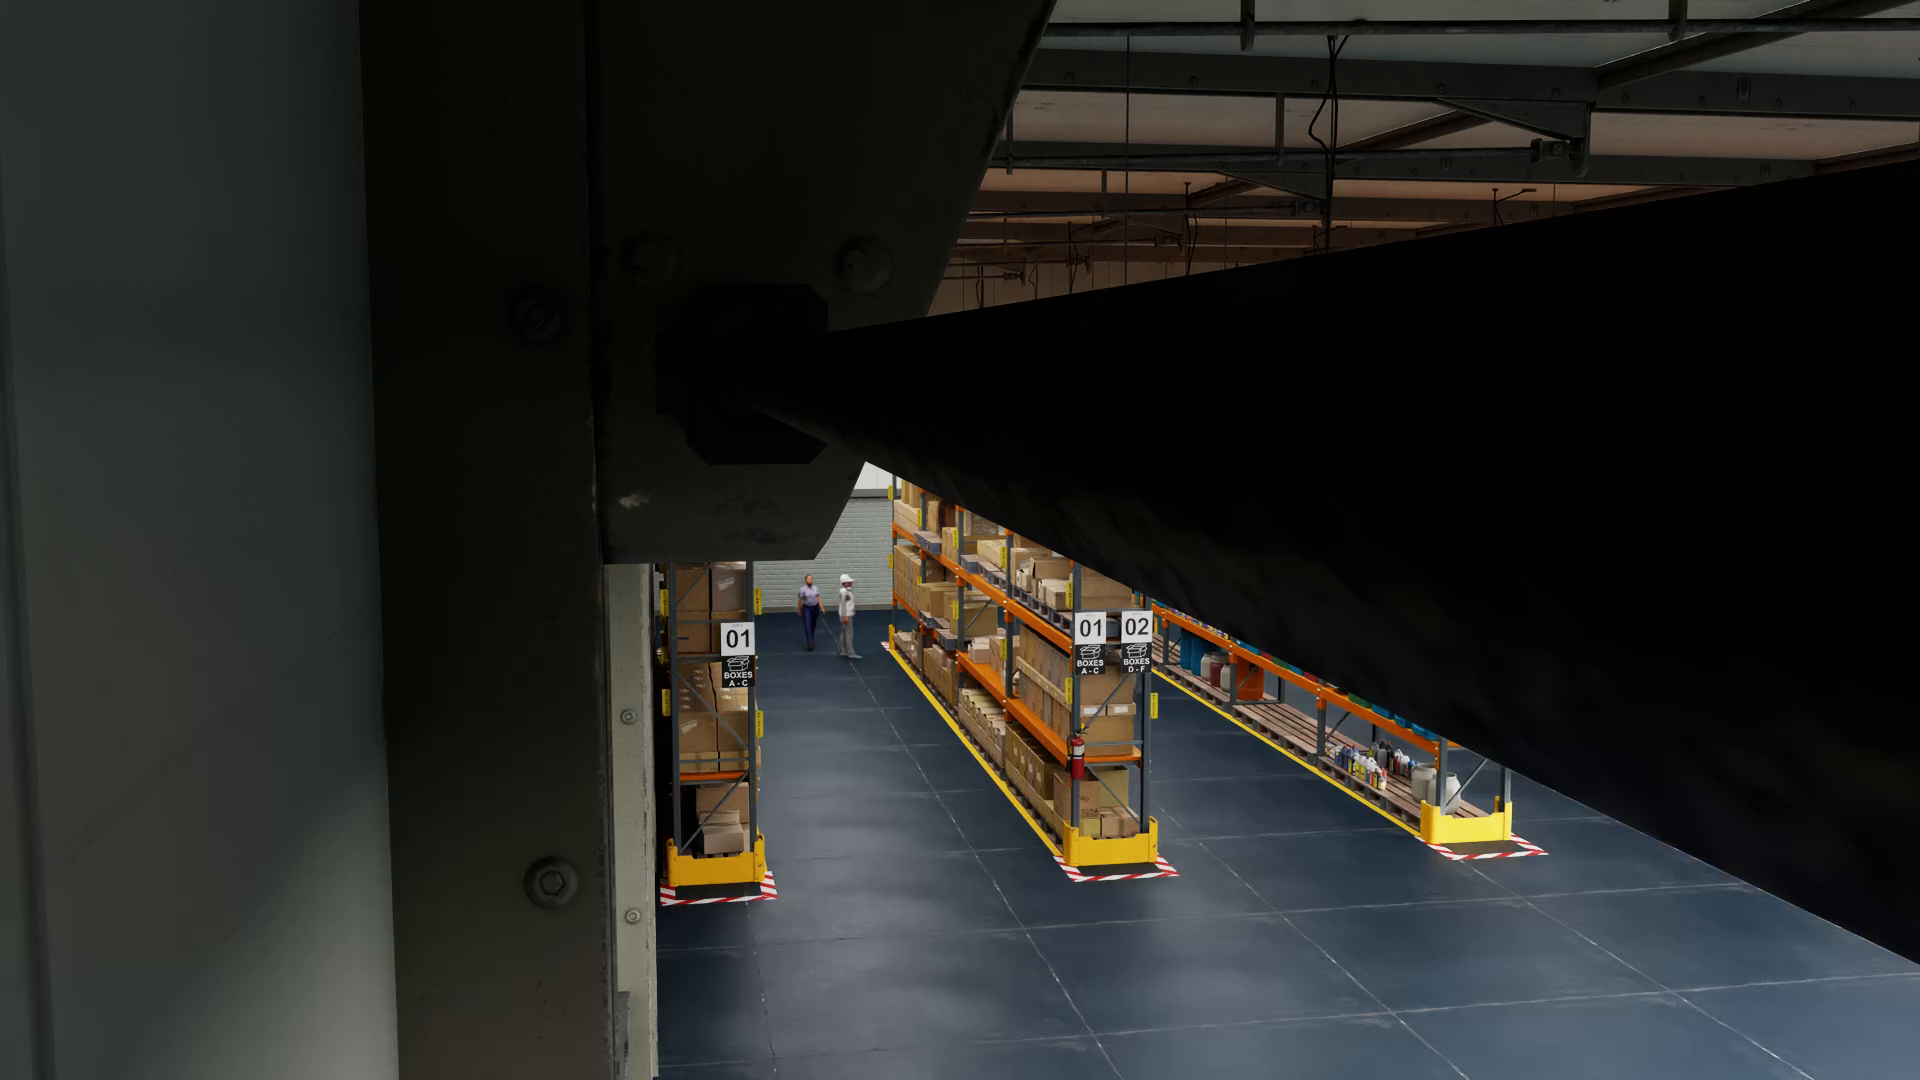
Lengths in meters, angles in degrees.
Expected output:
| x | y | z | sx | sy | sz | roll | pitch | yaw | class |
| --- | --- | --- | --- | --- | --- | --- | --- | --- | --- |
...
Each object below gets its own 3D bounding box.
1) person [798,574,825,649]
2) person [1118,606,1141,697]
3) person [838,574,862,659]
| x | y | z | sx | sy | sz | roll | pitch | yaw | class |
| --- | --- | --- | --- | --- | --- | --- | --- | --- | --- |
| -3.290 | 1.558 | 36.675 | 0.537 | 1.596 | 0.940 | -3 | 7 | -27 | person |
| 3.144 | 2.090 | 31.114 | 0.572 | 1.716 | 0.558 | -5 | 8 | -39 | person |
| -2.344 | 1.619 | 35.451 | 0.526 | 1.792 | 0.559 | 0 | 6 | 2 | person |
